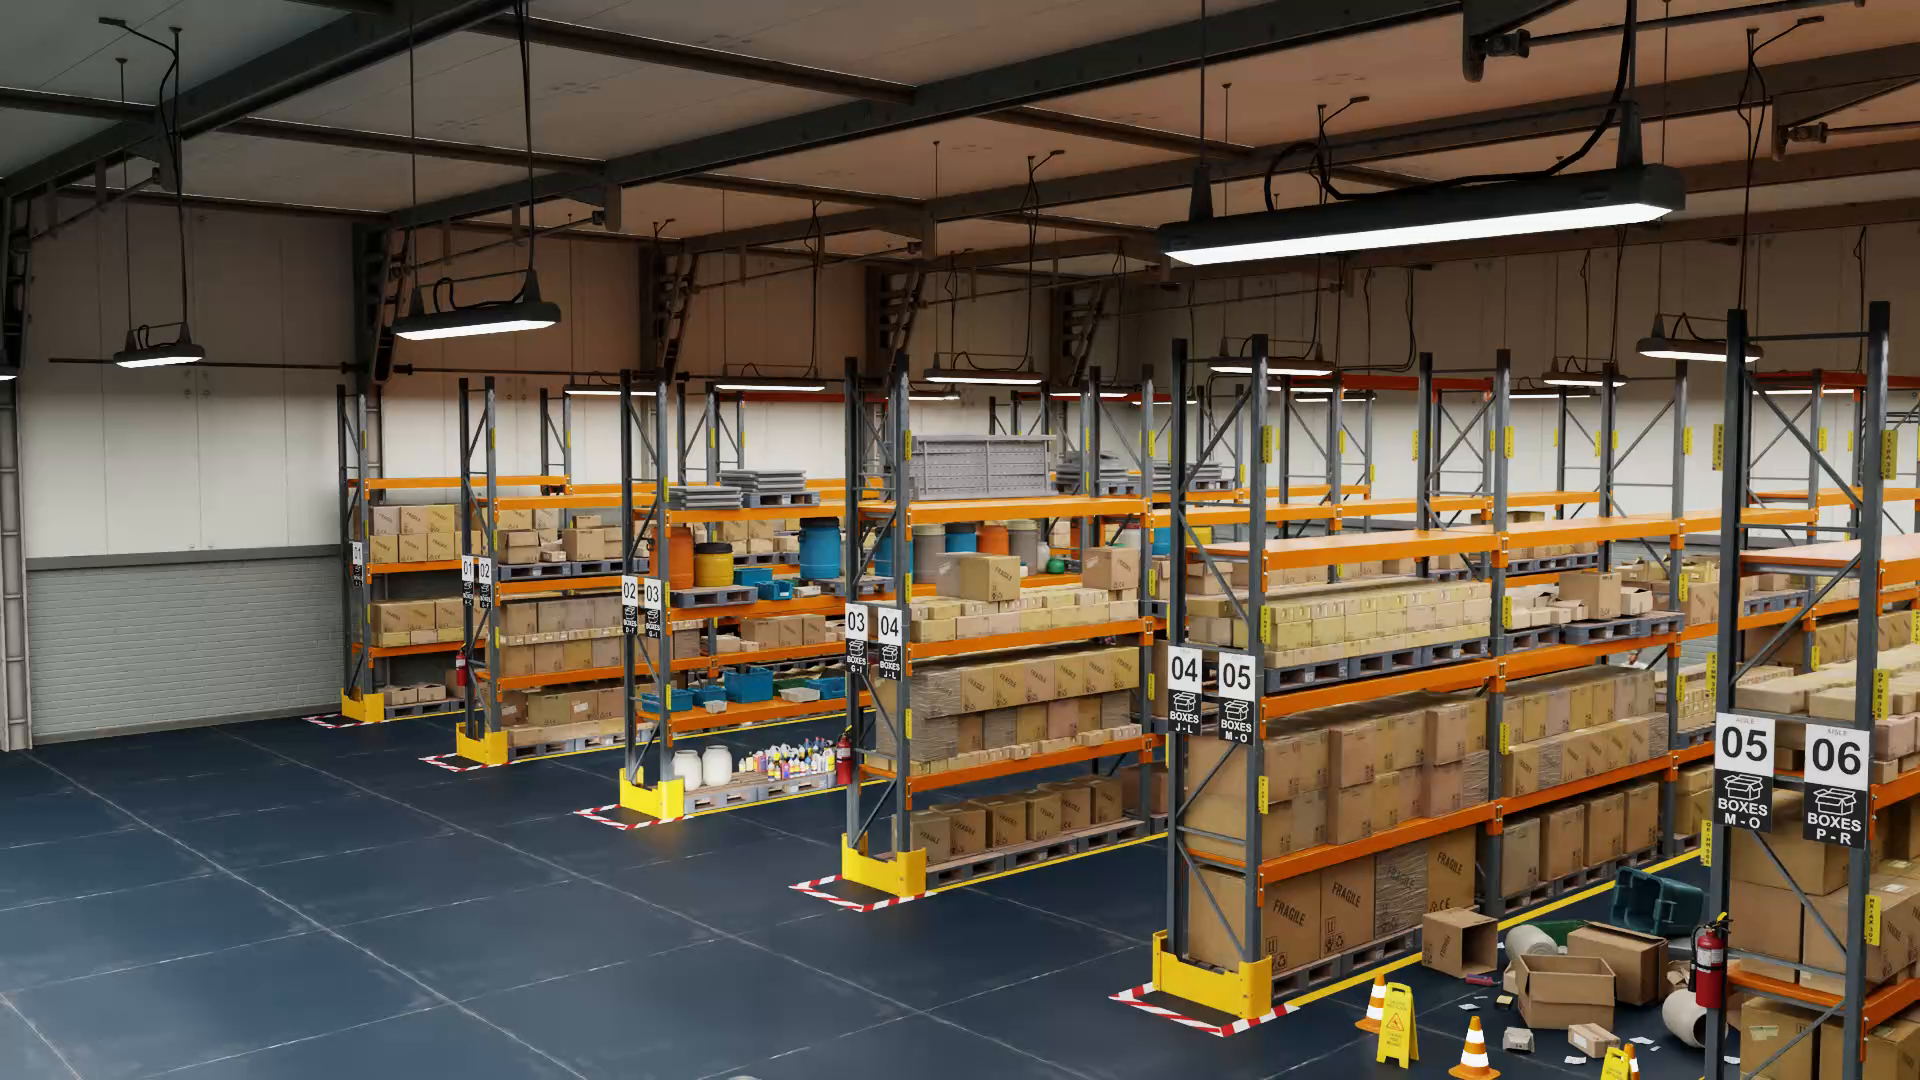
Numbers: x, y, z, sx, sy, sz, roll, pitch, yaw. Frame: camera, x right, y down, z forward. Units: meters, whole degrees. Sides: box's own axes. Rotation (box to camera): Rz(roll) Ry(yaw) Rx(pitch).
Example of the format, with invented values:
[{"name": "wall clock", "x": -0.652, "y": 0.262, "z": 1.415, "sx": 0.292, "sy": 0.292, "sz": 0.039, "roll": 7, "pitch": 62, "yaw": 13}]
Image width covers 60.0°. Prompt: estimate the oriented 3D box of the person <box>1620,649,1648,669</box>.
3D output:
[{"name": "person", "x": 10.989, "y": 2.553, "z": 27.211, "sx": 0.532, "sy": 1.664, "sz": 0.635, "roll": -3, "pitch": 5, "yaw": -43}]
